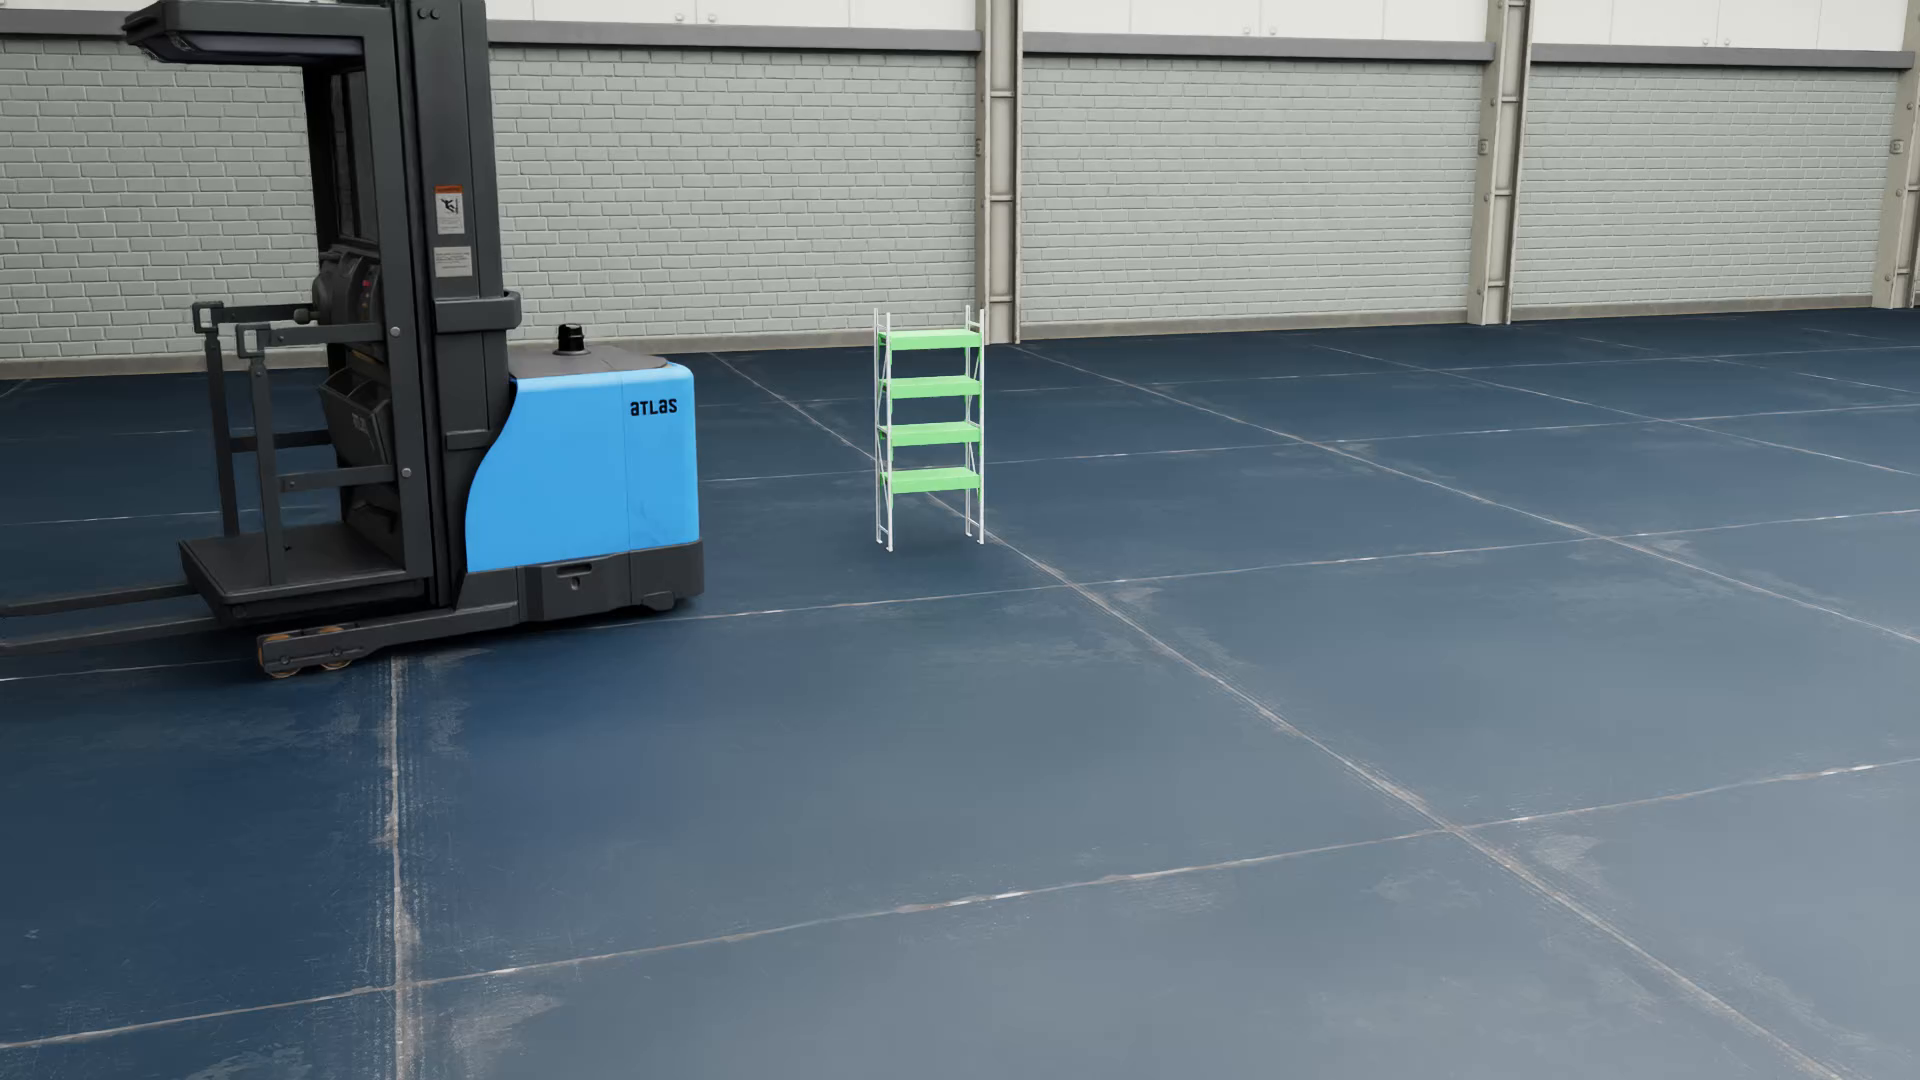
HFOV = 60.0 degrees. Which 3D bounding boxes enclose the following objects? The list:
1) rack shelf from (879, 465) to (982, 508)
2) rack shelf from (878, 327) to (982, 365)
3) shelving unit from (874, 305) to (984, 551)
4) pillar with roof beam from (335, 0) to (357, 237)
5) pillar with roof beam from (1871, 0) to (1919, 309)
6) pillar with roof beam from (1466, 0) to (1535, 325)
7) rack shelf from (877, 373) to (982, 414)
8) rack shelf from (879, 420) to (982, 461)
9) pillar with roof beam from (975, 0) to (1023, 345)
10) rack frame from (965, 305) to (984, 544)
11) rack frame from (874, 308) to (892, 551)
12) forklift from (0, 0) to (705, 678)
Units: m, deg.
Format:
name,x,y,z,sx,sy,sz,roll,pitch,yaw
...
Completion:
name,x,y,z,sx,sy,sz,roll,pitch,yaw
rack shelf,-0.157,-0.276,8.523,0.480,0.148,0.258,-4,14,-18
rack shelf,-0.157,-0.976,8.356,0.480,0.148,0.258,-4,14,-18
shelving unit,-0.157,-0.571,8.453,0.503,1.200,0.258,-4,14,-18
pillar with roof beam,-3.925,-5.044,10.403,0.400,9.000,9.100,-4,14,-18
pillar with roof beam,13.135,-6.373,15.988,0.400,9.000,9.100,-4,14,-18
pillar with roof beam,7.448,-5.930,14.127,0.400,9.000,9.100,-4,14,-18
rack shelf,-0.157,-0.743,8.412,0.480,0.148,0.258,-4,14,-18
rack shelf,-0.157,-0.509,8.467,0.480,0.148,0.258,-4,14,-18
pillar with roof beam,1.762,-5.487,12.265,0.400,9.000,9.100,-4,14,-18
rack frame,0.074,-0.590,8.528,0.015,1.200,0.240,-4,14,-18
rack frame,-0.388,-0.553,8.377,0.015,1.200,0.240,-4,14,-18
forklift,-2.651,-1.034,6.654,3.031,2.935,1.130,-8,16,-32
